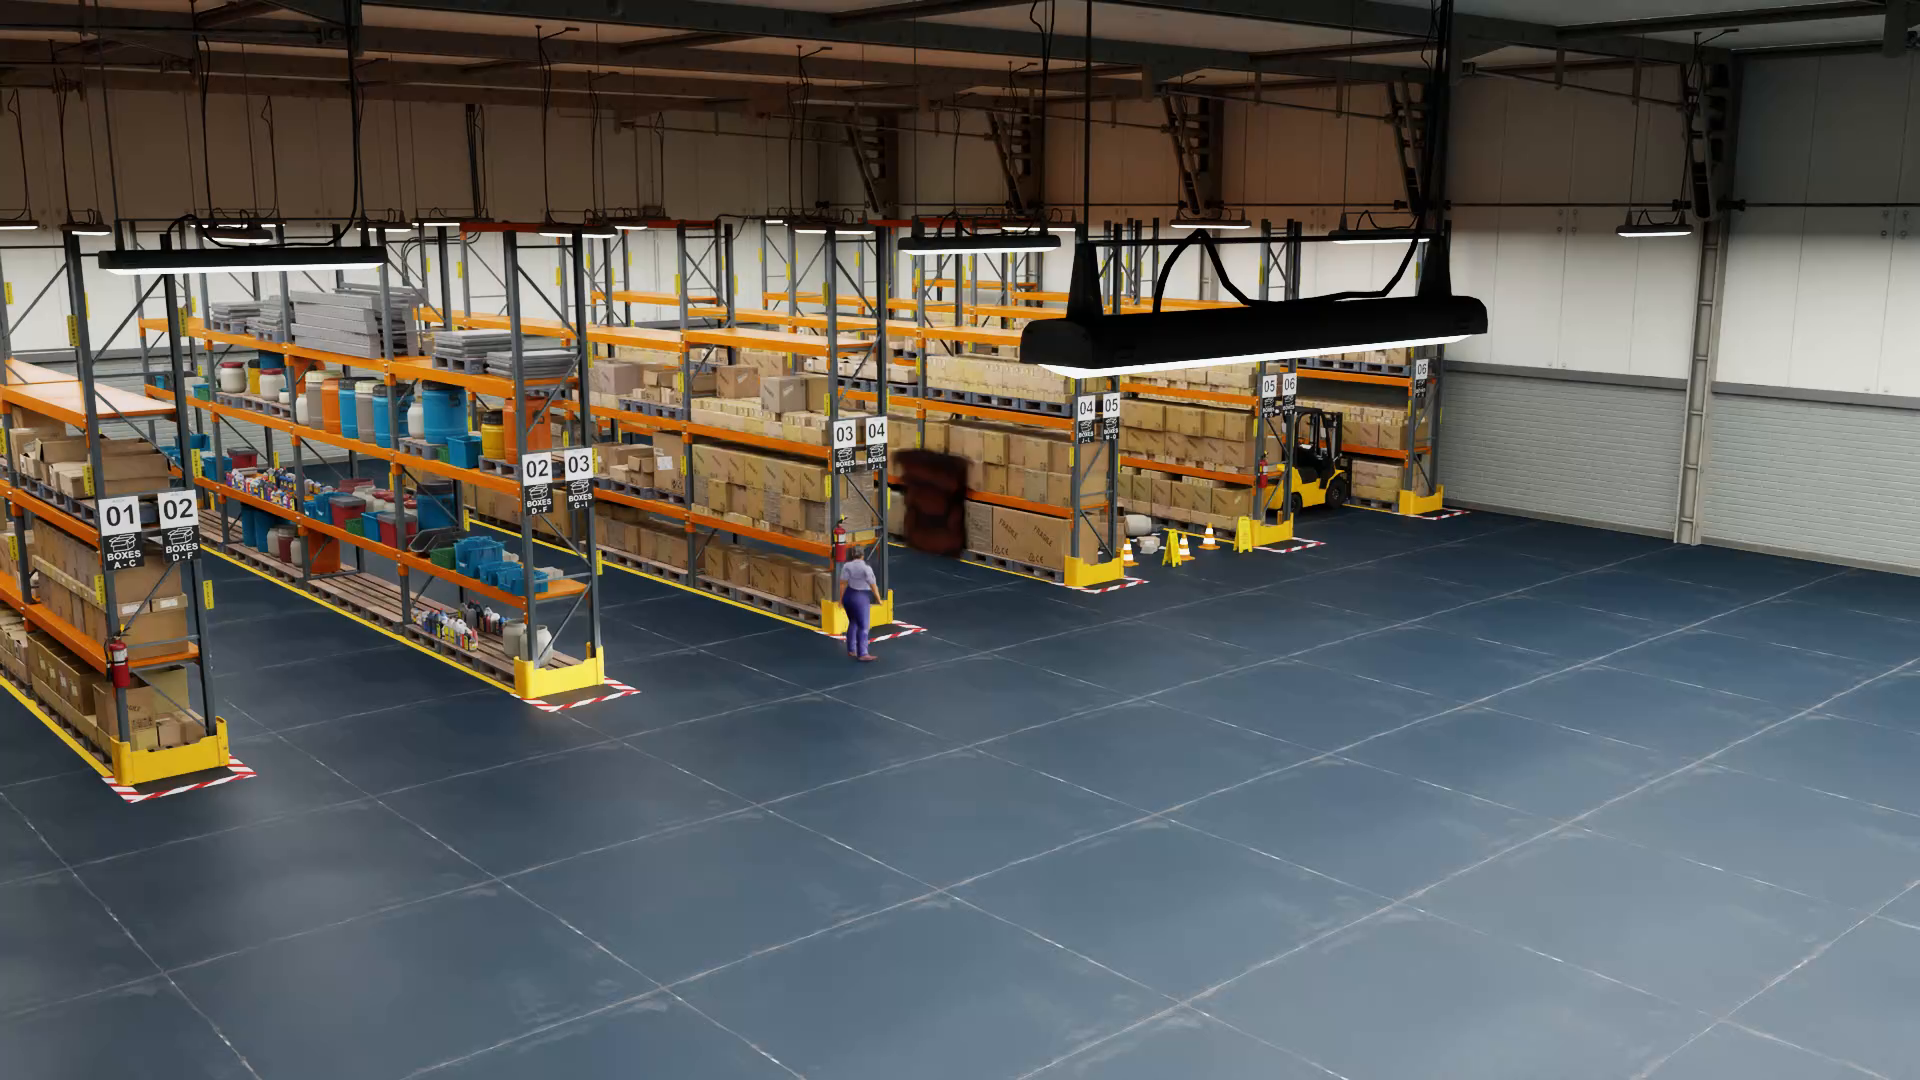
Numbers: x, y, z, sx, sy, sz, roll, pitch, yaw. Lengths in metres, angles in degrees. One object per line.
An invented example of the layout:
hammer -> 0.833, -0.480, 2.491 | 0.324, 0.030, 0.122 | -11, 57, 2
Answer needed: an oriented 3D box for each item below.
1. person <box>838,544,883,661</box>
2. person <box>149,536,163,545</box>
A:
person -> -1.384, 0.892, 23.402 | 0.495, 1.698, 0.524 | -9, 15, -38
person -> -13.105, 0.037, 27.098 | 0.775, 1.648, 0.768 | -10, 15, -41
